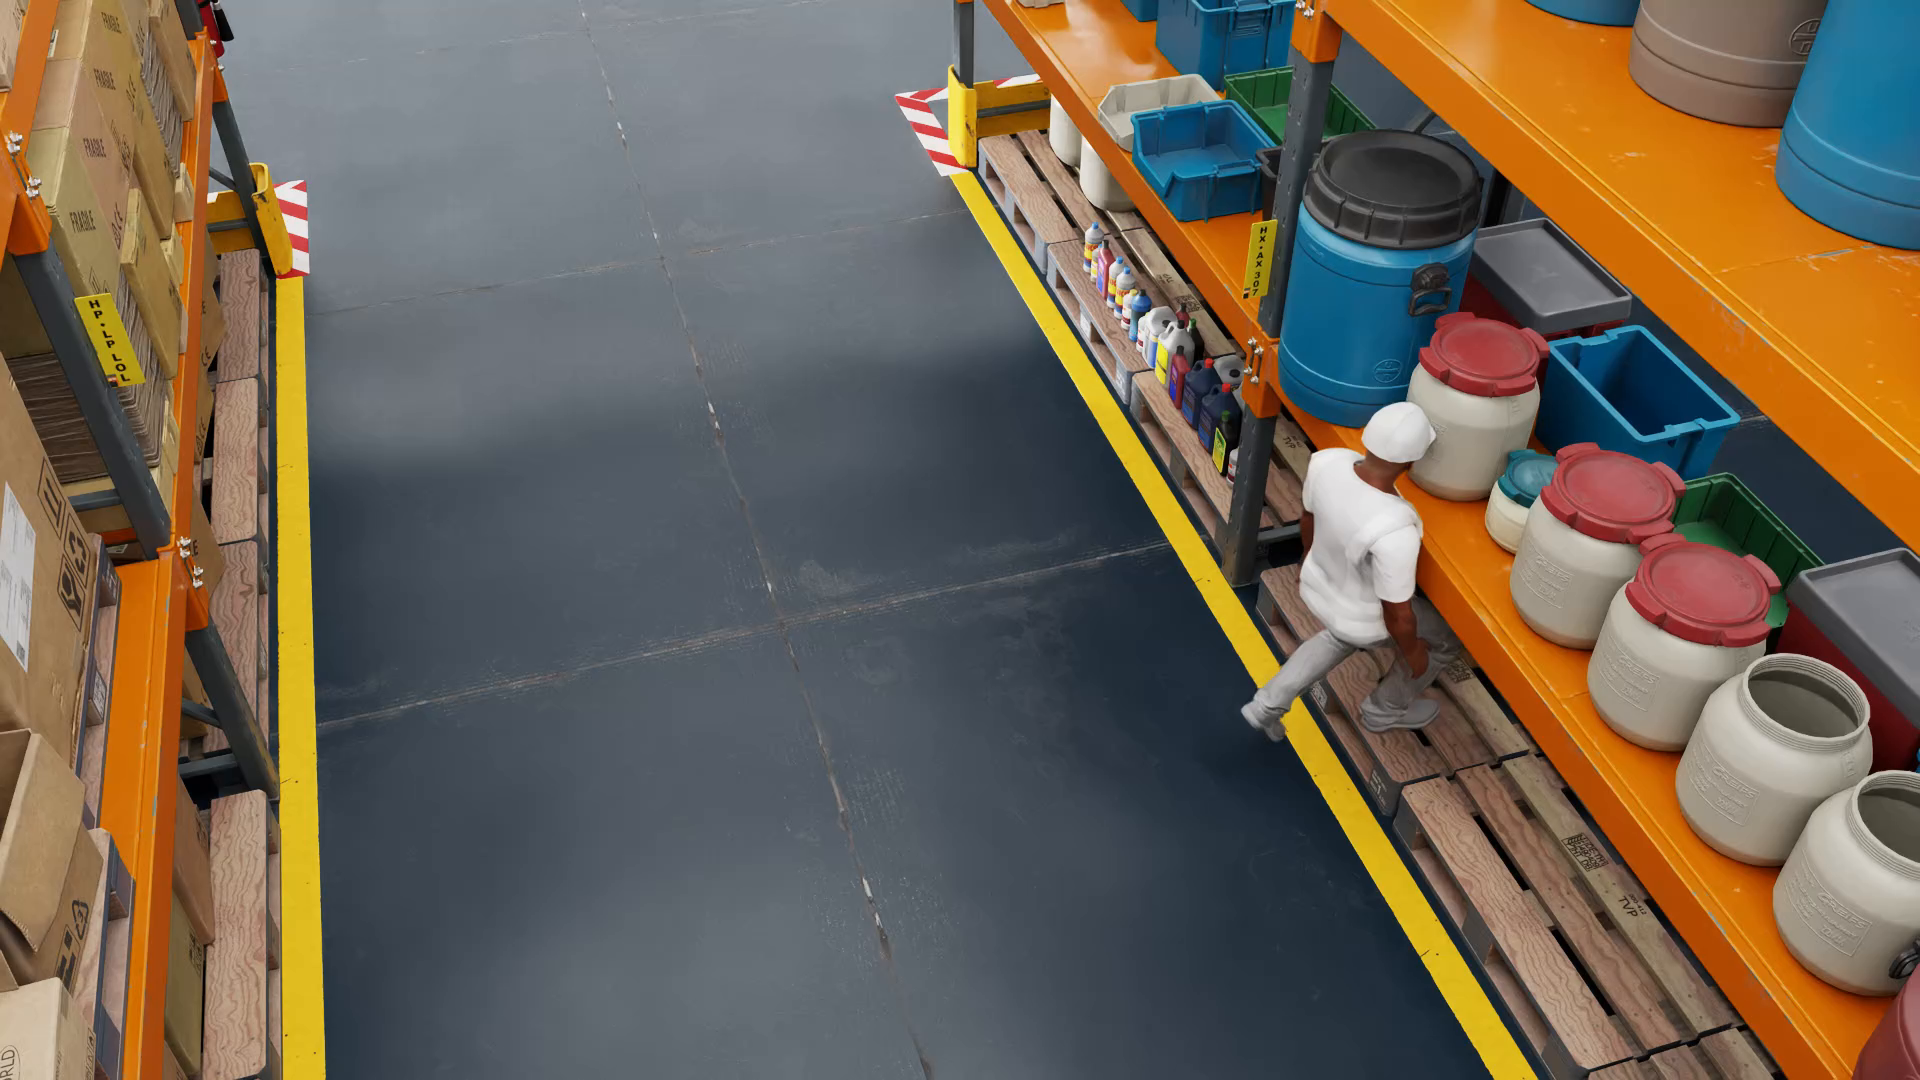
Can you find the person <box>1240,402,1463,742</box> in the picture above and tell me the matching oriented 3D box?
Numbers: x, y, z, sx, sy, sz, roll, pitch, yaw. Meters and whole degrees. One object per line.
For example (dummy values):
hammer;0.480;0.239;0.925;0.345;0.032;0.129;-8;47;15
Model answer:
person;1.462;0.185;5.905;0.734;1.706;0.617;-15;44;-16
